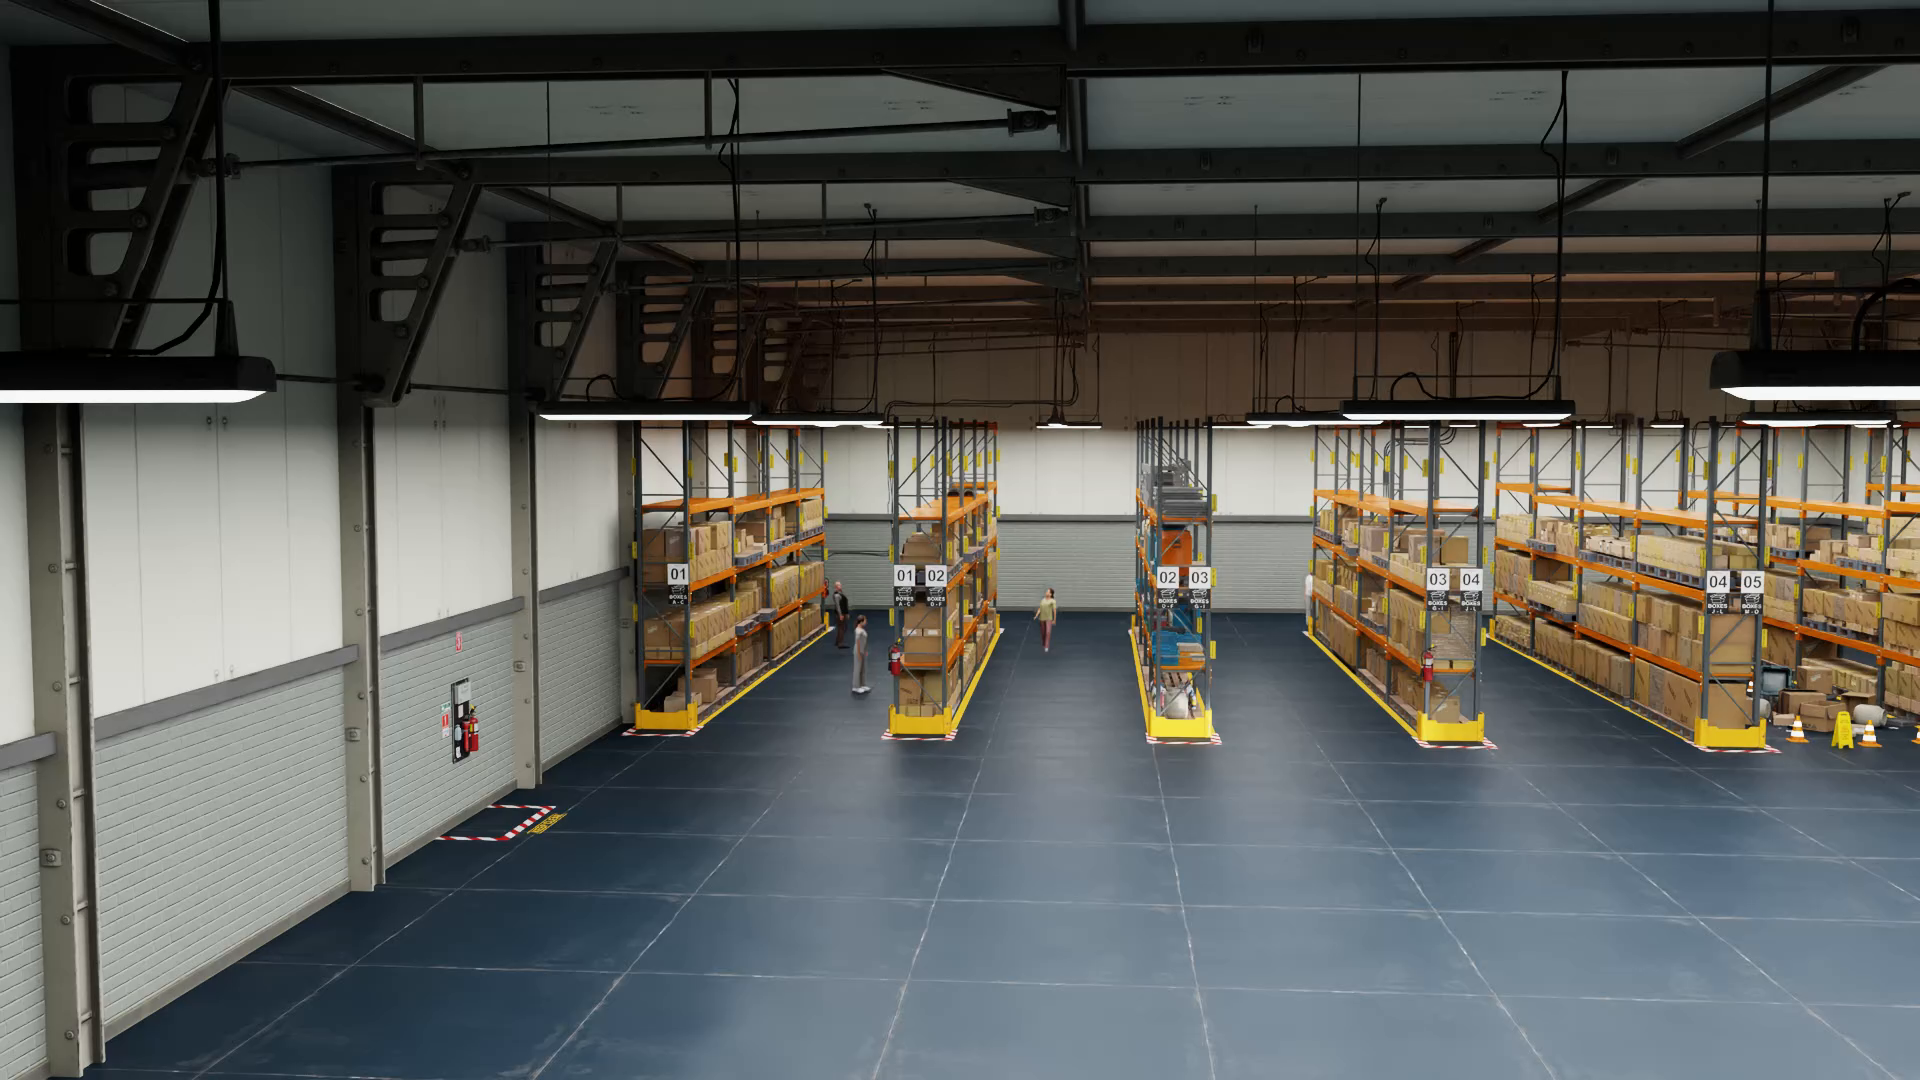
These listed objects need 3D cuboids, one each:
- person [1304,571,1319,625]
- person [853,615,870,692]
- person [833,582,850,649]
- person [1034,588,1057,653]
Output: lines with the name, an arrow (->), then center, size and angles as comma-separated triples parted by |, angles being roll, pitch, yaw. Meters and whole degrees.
person -> 10.438, 1.637, 49.153 | 0.543, 1.794, 0.412 | 2, 4, 24
person -> -2.173, 2.490, 36.602 | 0.378, 1.689, 0.460 | 1, 4, 8
person -> -3.053, 1.942, 42.800 | 0.431, 1.725, 0.575 | 0, 4, -4
person -> 2.165, 2.031, 42.192 | 0.570, 1.606, 1.000 | 1, 4, 11
